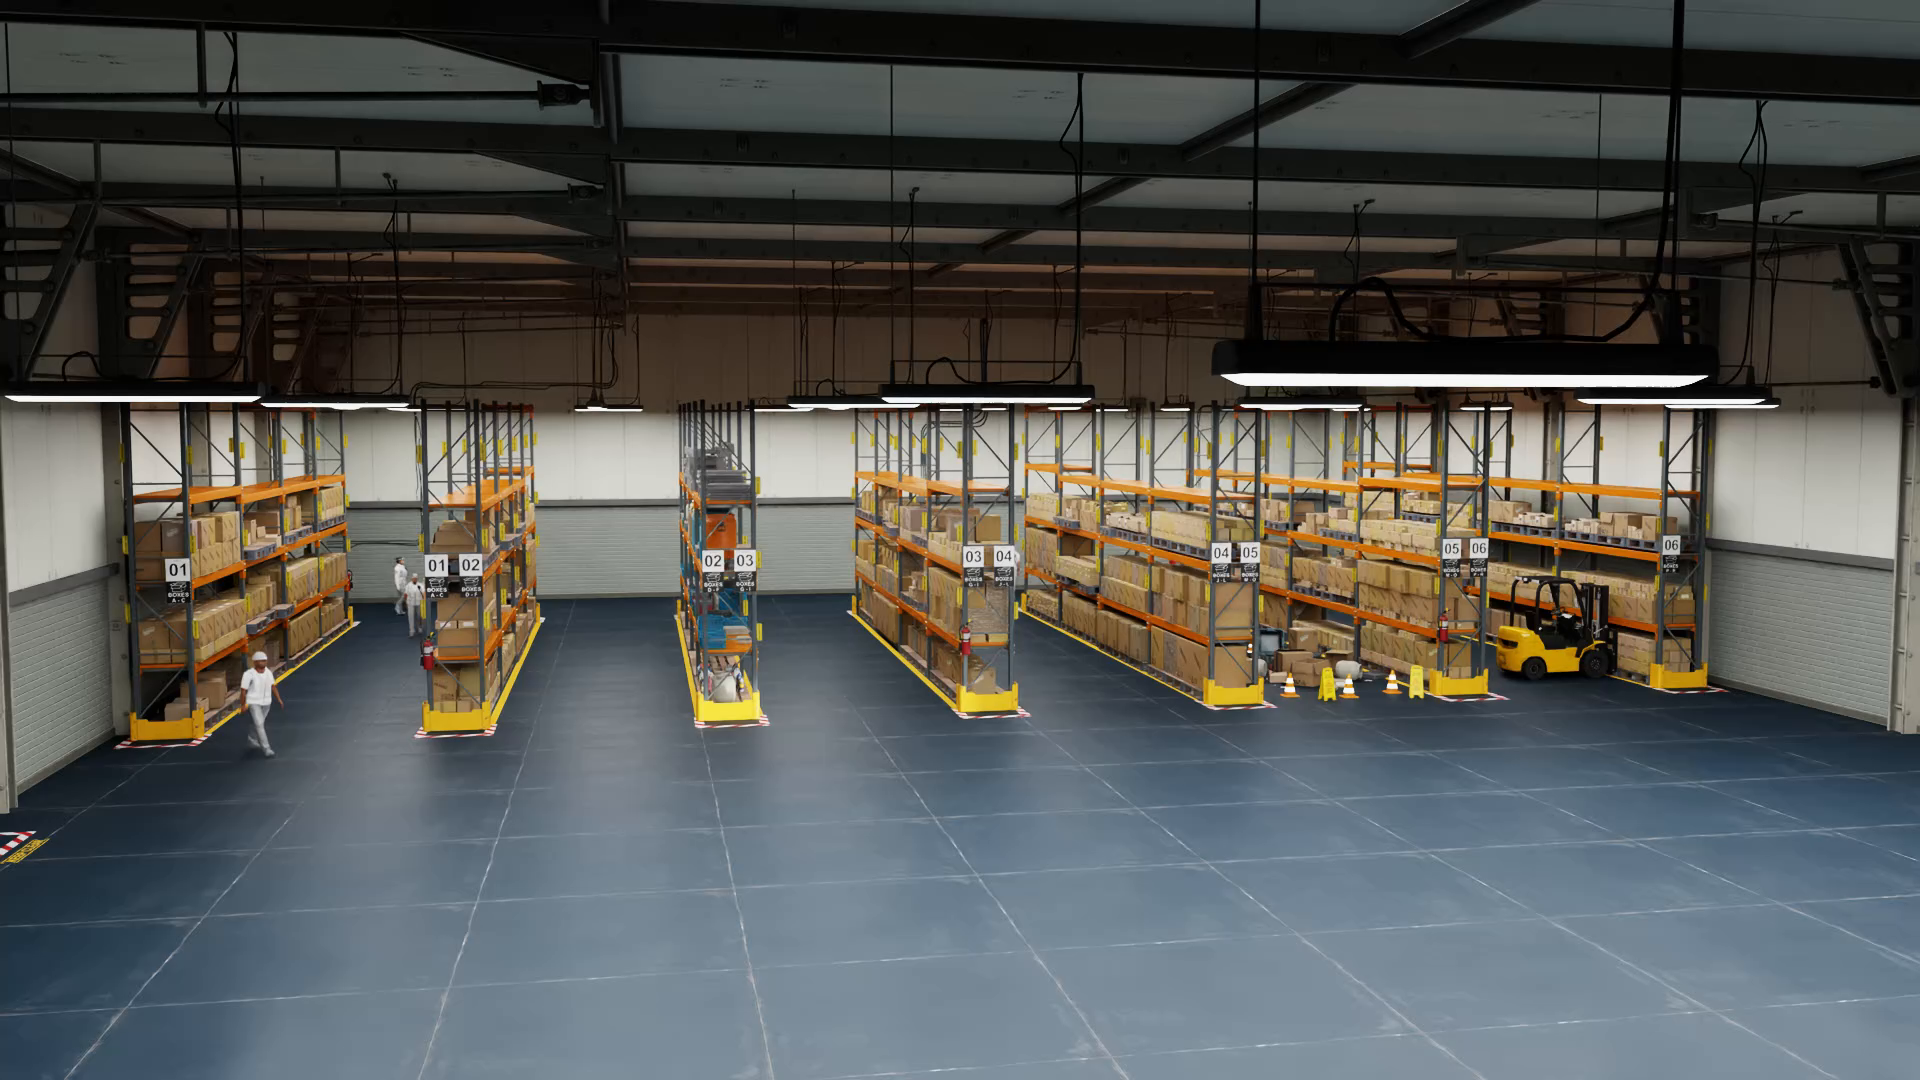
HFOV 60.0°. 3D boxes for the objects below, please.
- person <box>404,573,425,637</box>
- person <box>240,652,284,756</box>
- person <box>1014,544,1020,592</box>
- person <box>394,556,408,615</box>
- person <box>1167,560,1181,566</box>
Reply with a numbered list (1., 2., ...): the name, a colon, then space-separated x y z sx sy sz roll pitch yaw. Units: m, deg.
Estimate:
1. person: -14.087 1.661 43.001 0.551 1.605 1.034 -1 4 -14
2. person: -11.778 2.730 28.012 1.113 1.697 0.650 3 5 38
3. person: 1.601 0.933 51.934 0.548 1.708 1.085 1 5 17
4. person: -15.983 1.285 47.572 0.392 1.691 0.507 -1 4 -9
5. person: 6.911 0.852 53.236 0.954 1.686 0.527 -2 5 -24
